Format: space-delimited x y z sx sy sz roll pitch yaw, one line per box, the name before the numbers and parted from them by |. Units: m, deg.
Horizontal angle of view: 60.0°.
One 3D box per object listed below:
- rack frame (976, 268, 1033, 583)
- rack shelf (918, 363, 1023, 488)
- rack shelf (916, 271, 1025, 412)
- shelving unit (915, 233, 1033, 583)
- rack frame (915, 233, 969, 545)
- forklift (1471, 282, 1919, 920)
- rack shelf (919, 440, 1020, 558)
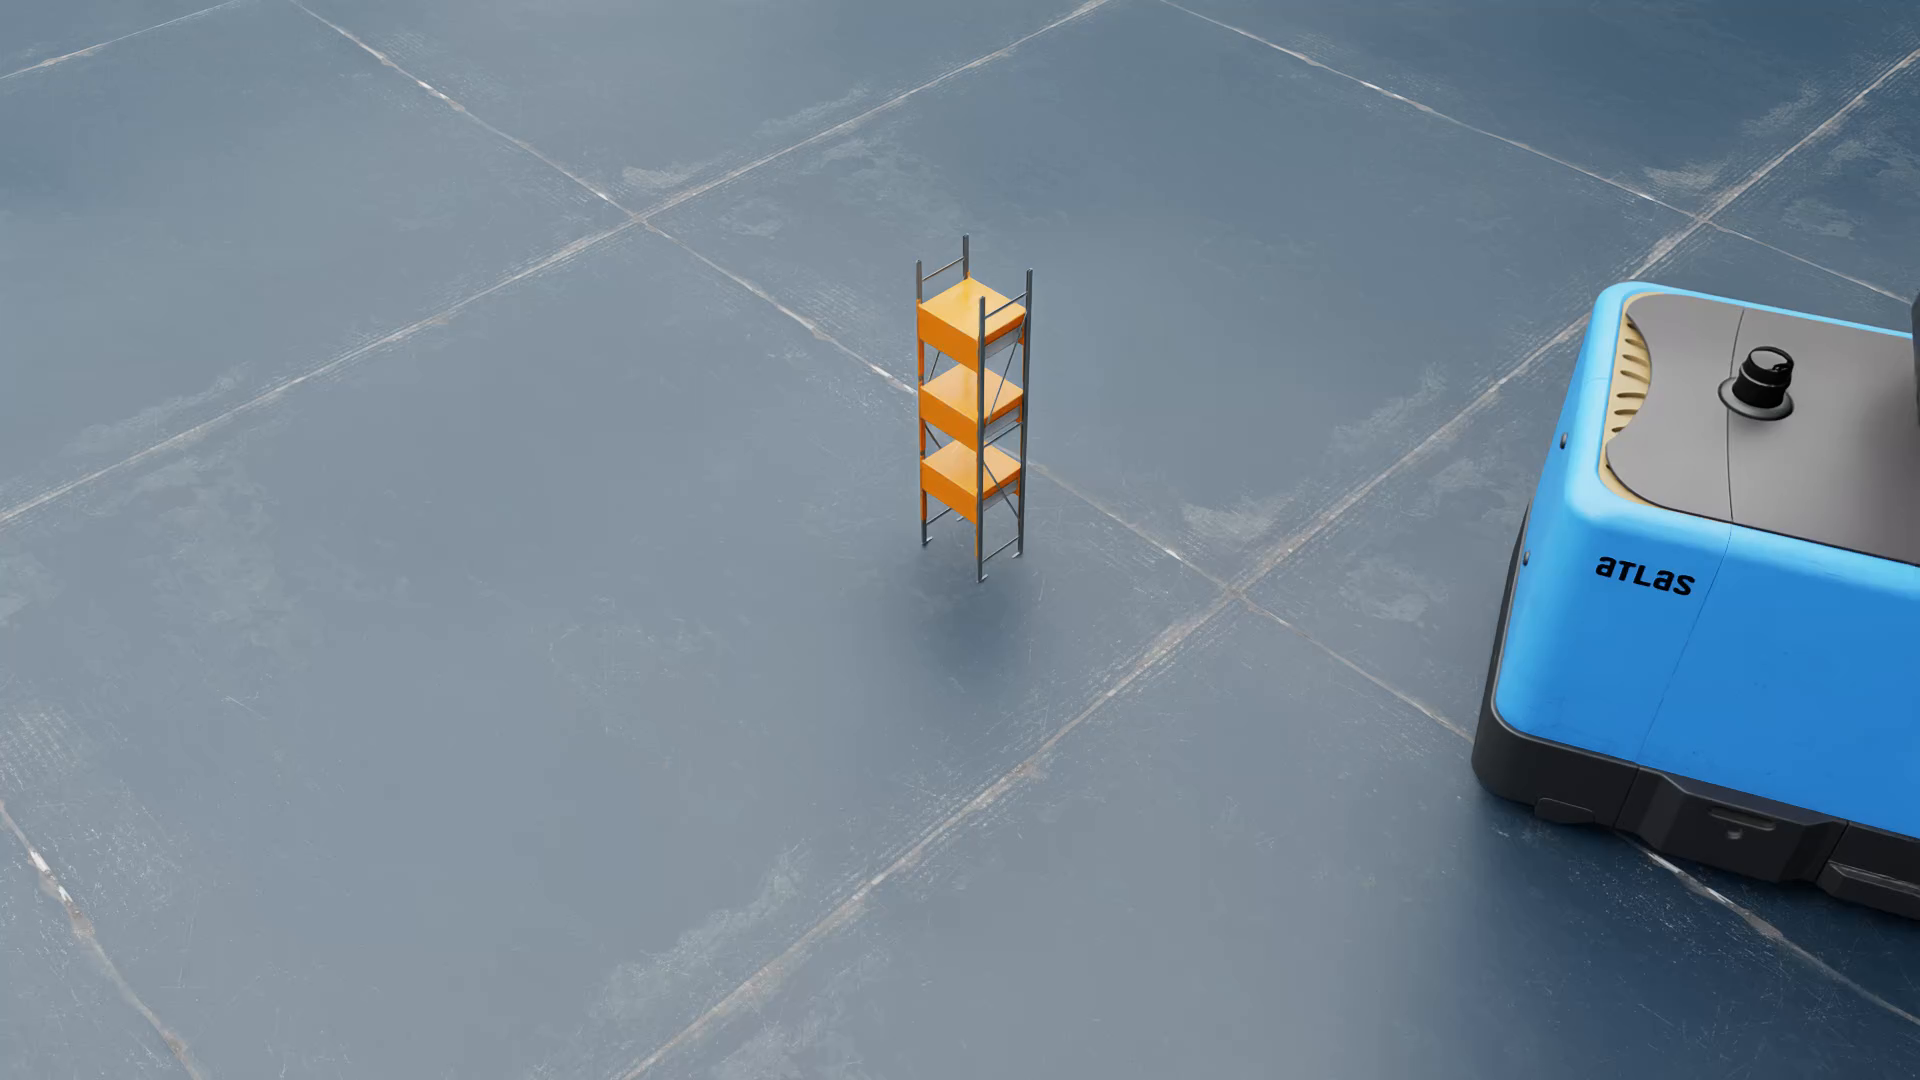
rack frame | 0.124 -0.301 4.802 0.200 1.050 0.008 -34 53 -31
rack shelf | 0.038 -0.352 4.873 0.215 0.259 0.240 -34 53 -31
rack shelf | 0.038 -0.561 4.680 0.215 0.259 0.240 -34 53 -31
shelving unit | 0.038 -0.360 4.866 0.215 1.050 0.252 -34 53 -31
rack frame | -0.048 -0.418 4.929 0.200 1.050 0.008 -34 53 -31
forklift | 2.951 -0.333 3.451 3.031 2.935 1.130 14 45 15
rack shelf | 0.038 -0.148 5.062 0.215 0.259 0.240 -34 53 -31
